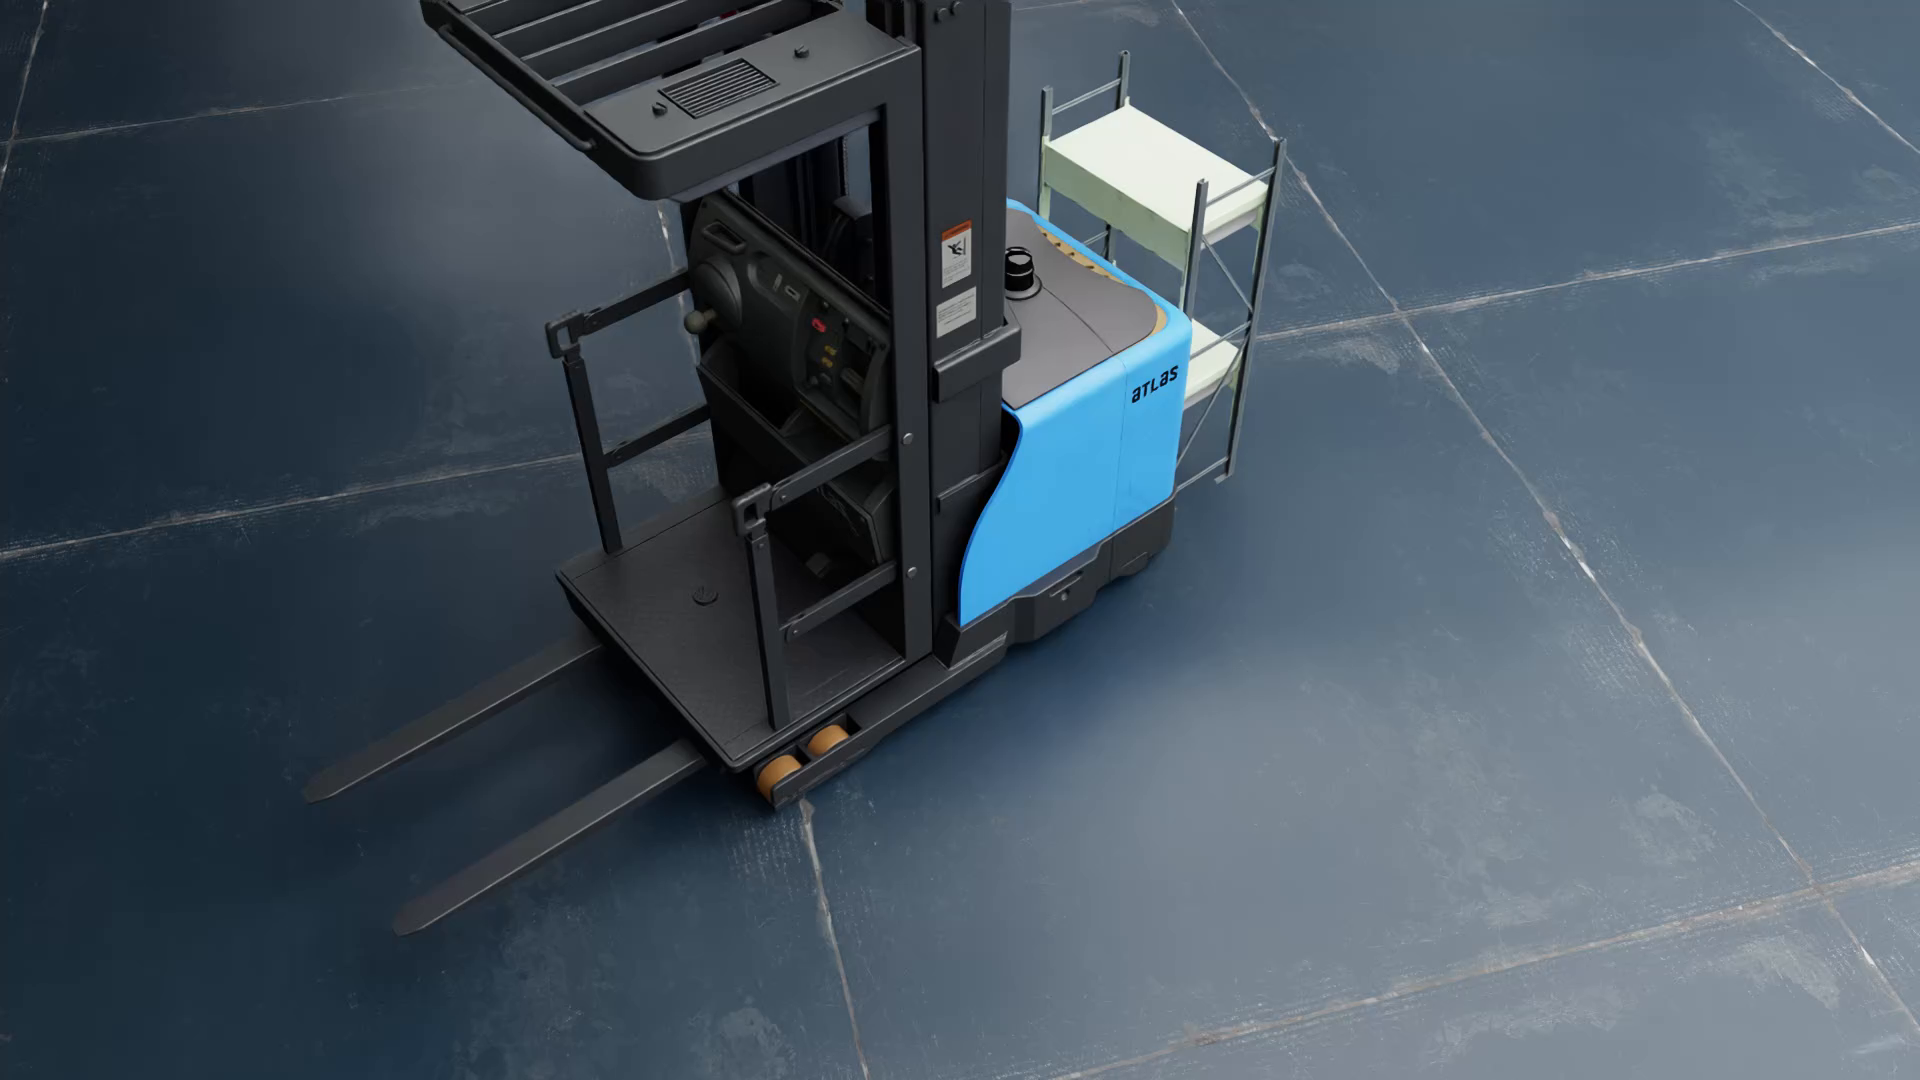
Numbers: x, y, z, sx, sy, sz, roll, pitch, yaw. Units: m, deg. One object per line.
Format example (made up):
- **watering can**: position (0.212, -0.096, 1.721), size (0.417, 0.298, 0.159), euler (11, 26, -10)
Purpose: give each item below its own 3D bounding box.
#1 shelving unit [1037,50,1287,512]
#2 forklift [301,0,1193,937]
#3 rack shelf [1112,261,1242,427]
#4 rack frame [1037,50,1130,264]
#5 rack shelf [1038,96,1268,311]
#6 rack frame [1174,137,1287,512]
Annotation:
- **shelving unit**: position (0.673, -0.896, 6.078), size (0.431, 1.500, 0.755), euler (-31, 53, -27)
- **forklift**: position (-0.673, -0.593, 4.779), size (3.031, 2.935, 1.130), euler (-31, 53, -27)
- **rack shelf**: position (0.673, -0.668, 6.311), size (0.431, 0.370, 0.720), euler (-31, 53, -27)
- **rack frame**: position (0.436, -1.095, 6.273), size (0.400, 1.500, 0.023), euler (-31, 53, -27)
- **rack shelf**: position (0.673, -1.169, 5.799), size (0.431, 0.370, 0.720), euler (-31, 53, -27)
- **rack frame**: position (0.909, -0.696, 5.882), size (0.400, 1.500, 0.023), euler (-31, 53, -27)
